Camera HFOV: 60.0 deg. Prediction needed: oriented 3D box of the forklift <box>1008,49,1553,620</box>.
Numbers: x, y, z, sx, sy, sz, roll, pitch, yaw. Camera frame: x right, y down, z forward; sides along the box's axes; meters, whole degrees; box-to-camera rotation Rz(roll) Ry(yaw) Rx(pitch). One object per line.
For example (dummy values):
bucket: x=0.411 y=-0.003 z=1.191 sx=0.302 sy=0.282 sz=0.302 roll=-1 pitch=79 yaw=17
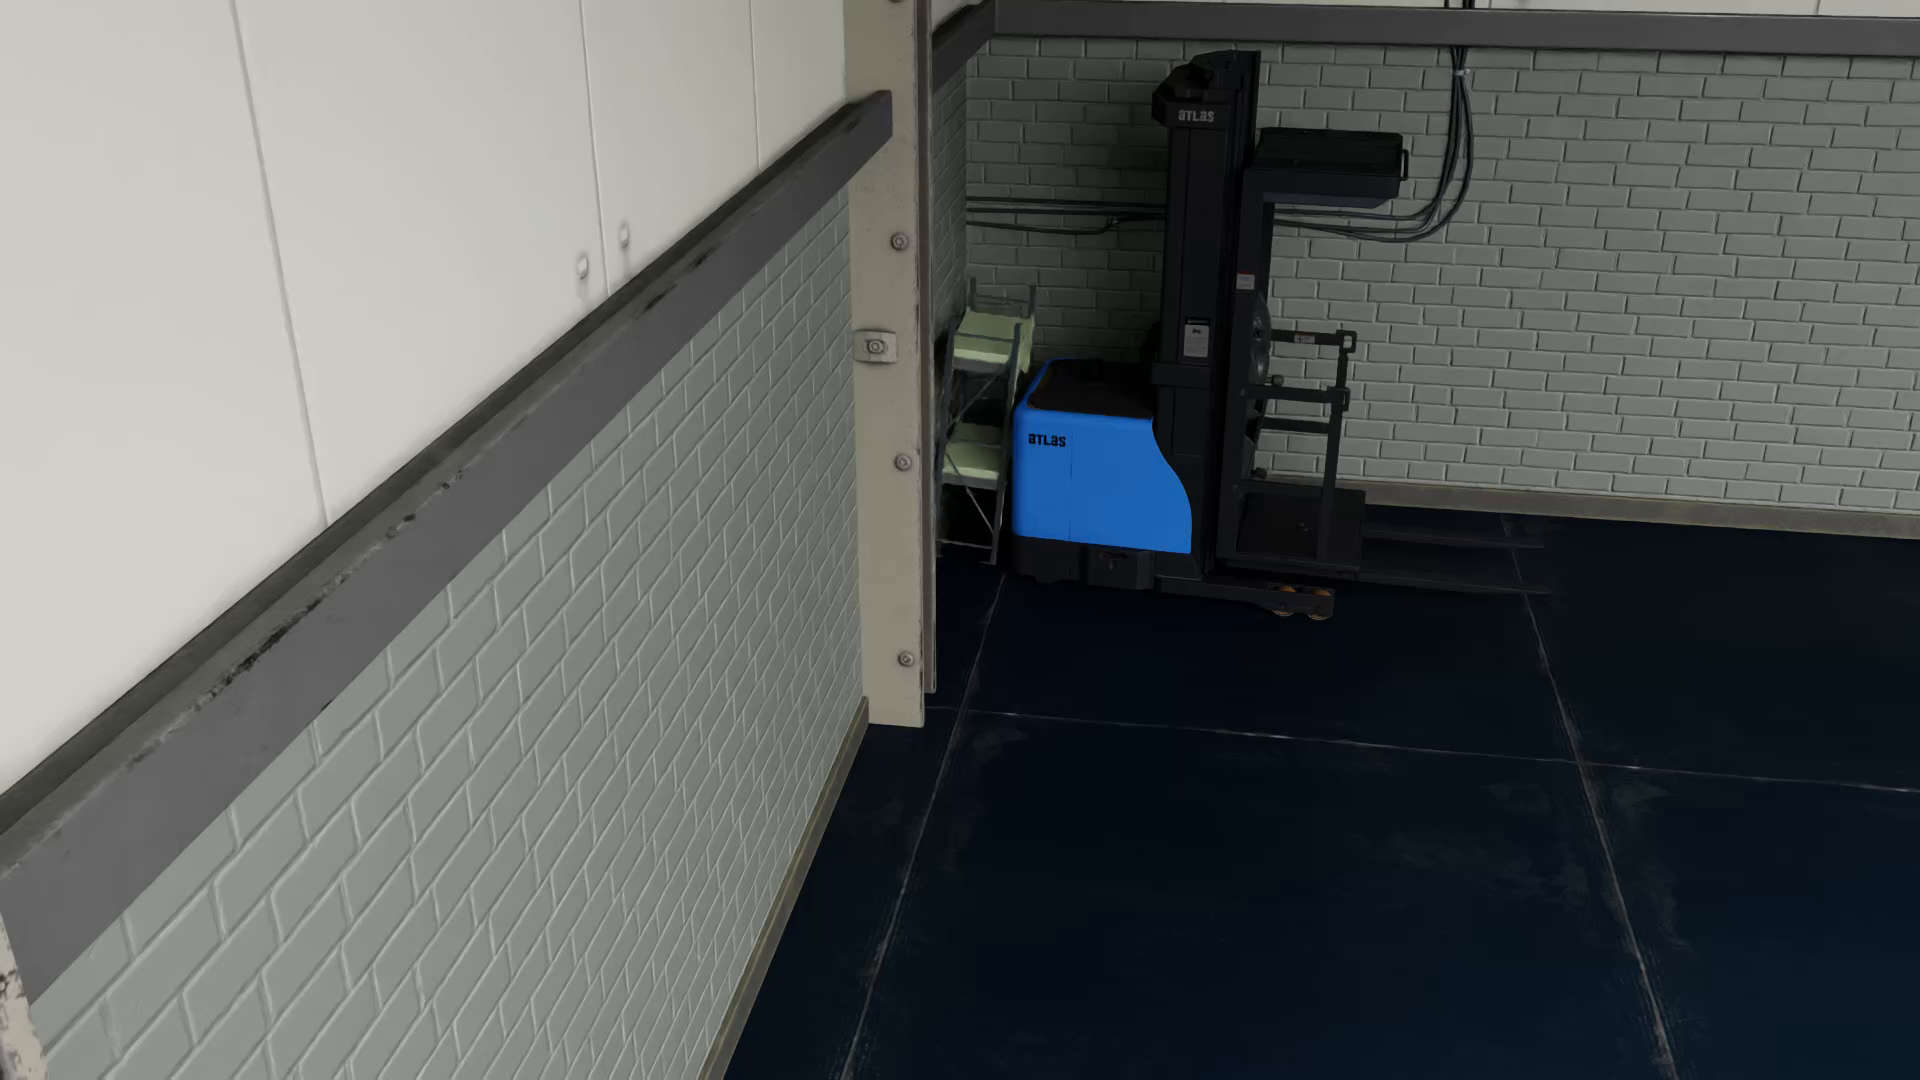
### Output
forklift: x=1.857 y=-1.129 z=9.204 sx=3.031 sy=2.935 sz=1.130 roll=6 pitch=26 yaw=13

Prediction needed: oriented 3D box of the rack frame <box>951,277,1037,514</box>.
rack frame: x=0.197 y=-0.865 z=10.224 sx=0.400 sy=1.500 sz=0.023 roll=8 pitch=26 yaw=6

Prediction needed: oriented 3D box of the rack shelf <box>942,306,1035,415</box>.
rack shelf: x=0.171 y=-1.058 z=9.726 sx=0.431 sy=0.370 sz=0.720 roll=8 pitch=26 yaw=6

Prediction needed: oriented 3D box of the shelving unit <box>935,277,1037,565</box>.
shelving unit: x=0.138 y=-0.709 z=9.898 sx=0.431 sy=1.500 sz=0.755 roll=8 pitch=26 yaw=6

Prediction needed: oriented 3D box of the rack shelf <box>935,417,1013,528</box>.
rack shelf: x=0.111 y=-0.418 z=10.042 sx=0.431 sy=0.370 sz=0.720 roll=8 pitch=26 yaw=6

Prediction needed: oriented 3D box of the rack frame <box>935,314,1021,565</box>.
rack frame: x=0.079 y=-0.554 z=9.572 sx=0.400 sy=1.500 sz=0.023 roll=8 pitch=26 yaw=6

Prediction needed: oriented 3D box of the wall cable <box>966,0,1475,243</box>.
wall cable: x=1.480 y=-2.972 z=9.647 sx=3.097 sy=2.526 sz=0.112 roll=4 pitch=25 yaw=9

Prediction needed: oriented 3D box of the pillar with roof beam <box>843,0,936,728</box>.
pillar with roof beam: x=3.941 y=-2.939 z=5.915 sx=9.100 sy=9.000 sz=0.400 roll=4 pitch=25 yaw=9
